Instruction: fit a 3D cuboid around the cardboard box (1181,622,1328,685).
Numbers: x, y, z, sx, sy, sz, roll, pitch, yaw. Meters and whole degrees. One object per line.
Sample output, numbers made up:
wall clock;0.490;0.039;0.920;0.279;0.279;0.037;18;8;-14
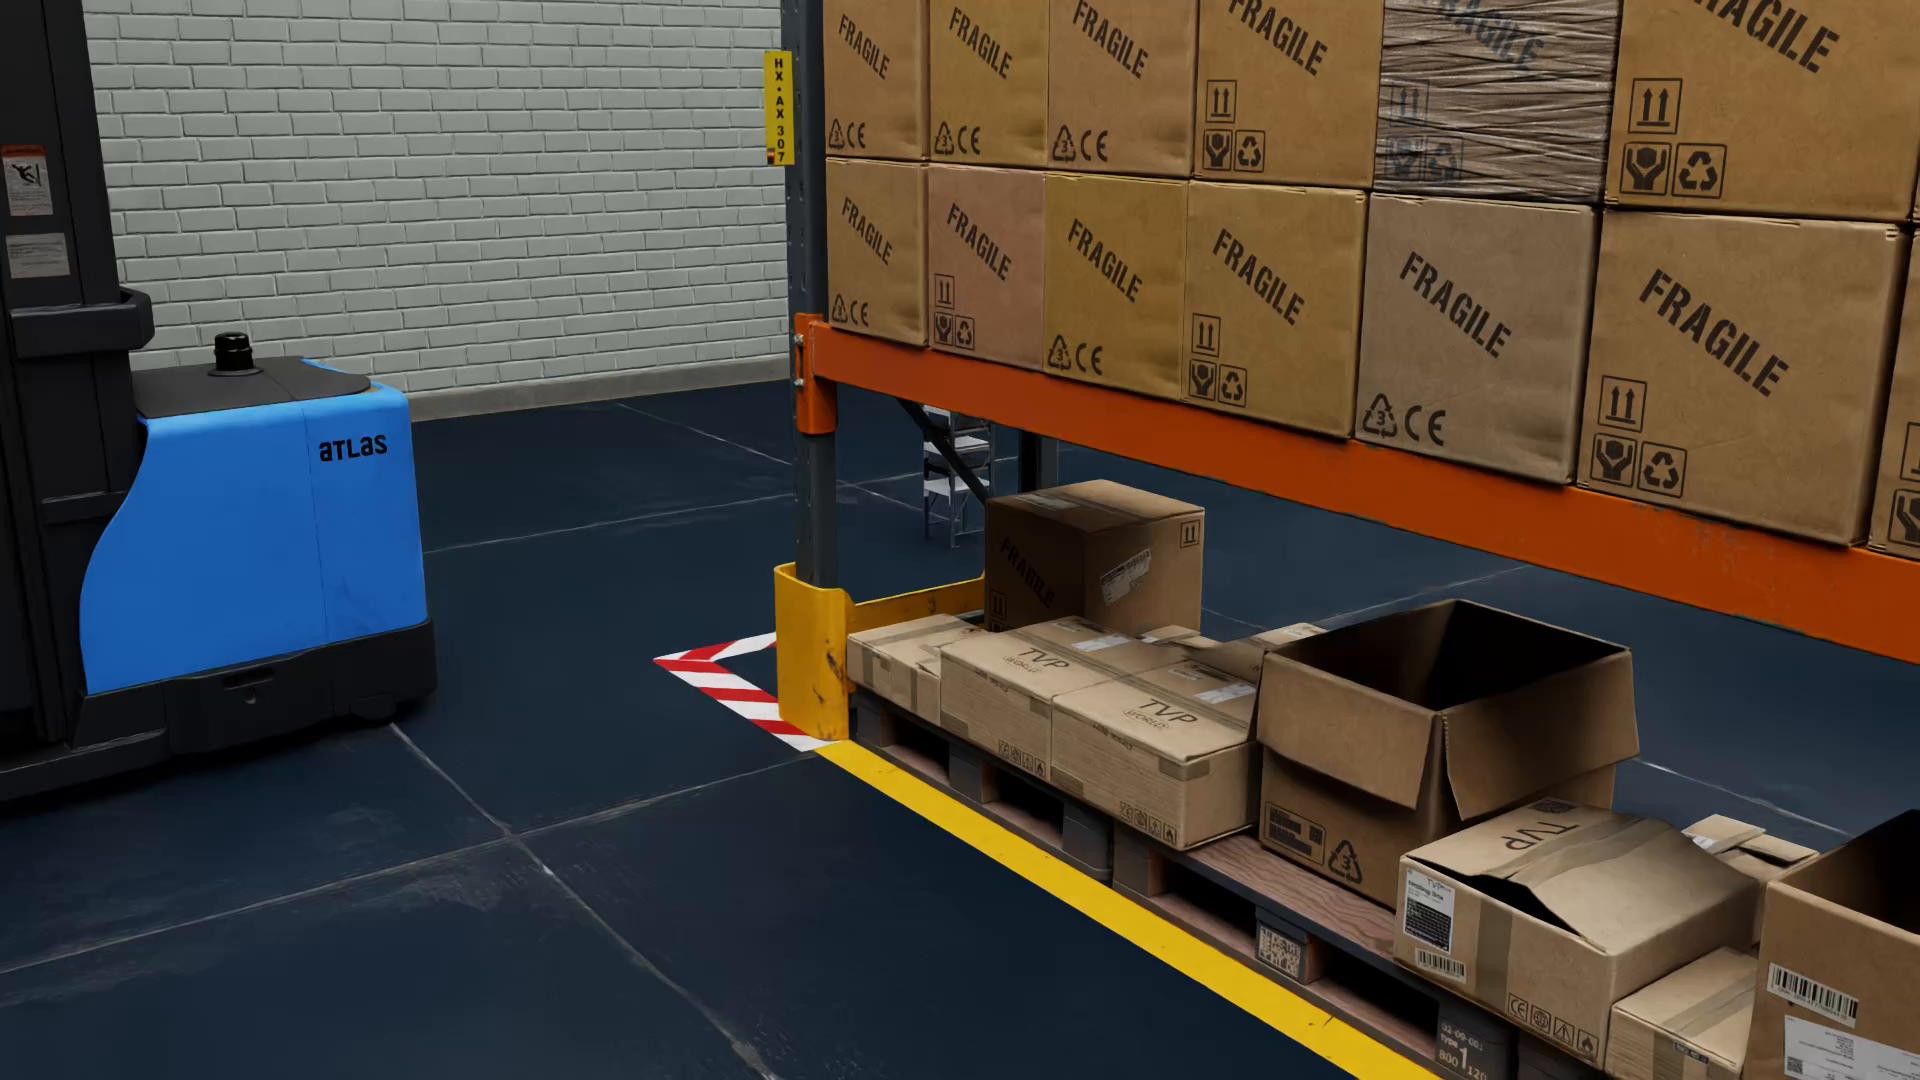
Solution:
cardboard box;0.959;0.453;4.616;0.500;0.250;0.500;-11;19;-35

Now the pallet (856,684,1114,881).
pallet;0.420;0.585;5.041;1.003;0.211;1.213;-11;19;-35

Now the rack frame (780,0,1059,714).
rack frame;-0.094;-0.947;5.353;1.000;3.000;0.127;-11;19;-35

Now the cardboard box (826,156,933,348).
cardboard box;-0.047;-0.859;4.845;0.500;0.500;0.500;-10;18;-33

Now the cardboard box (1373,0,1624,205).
cardboard box;1.151;-0.908;3.127;0.500;0.500;0.500;-11;19;-34

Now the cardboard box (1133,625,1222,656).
cardboard box;0.590;0.386;5.018;0.380;0.166;0.250;-11;19;-35

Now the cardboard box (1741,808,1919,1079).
cardboard box;1.693;0.823;2.788;0.500;0.500;0.500;-11;19;-35

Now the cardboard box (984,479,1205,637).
cardboard box;0.425;0.125;5.341;0.500;0.500;0.500;-11;19;-35

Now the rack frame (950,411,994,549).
rack frame;0.055;-0.414;7.384;0.240;0.900;0.006;-11;19;-35

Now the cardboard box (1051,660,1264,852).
cardboard box;0.584;0.541;4.293;0.500;0.250;0.500;-11;19;-35

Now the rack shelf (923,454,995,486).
rack shelf;-0.005;-0.317;7.496;0.258;0.077;0.200;-11;19;-35

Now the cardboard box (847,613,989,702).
cardboard box;-0.126;0.359;5.150;0.380;0.149;0.250;-11;19;-35

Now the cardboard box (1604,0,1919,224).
cardboard box;1.447;-0.800;2.733;0.500;0.500;0.500;-11;19;-36

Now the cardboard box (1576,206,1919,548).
cardboard box;1.452;-0.318;2.865;0.500;0.500;0.500;-10;18;-33

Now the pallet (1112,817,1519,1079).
pallet;1.133;0.845;4.090;1.003;0.211;1.213;-11;19;-35

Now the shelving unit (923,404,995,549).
shelving unit;-0.005;-0.436;7.464;0.258;0.900;0.210;-11;19;-35

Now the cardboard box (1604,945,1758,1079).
cardboard box;1.424;0.922;3.093;0.380;0.149;0.250;-11;19;-35

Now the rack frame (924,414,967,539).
rack frame;-0.065;-0.457;7.543;0.240;0.900;0.006;-11;19;-35

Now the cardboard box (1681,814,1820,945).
cardboard box;1.669;0.755;3.668;0.380;0.166;0.250;-11;19;-35

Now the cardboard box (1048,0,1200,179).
cardboard box;0.557;-1.124;3.916;0.500;0.500;0.500;-11;19;-34

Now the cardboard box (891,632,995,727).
cardboard box;0.021;0.404;4.953;0.380;0.166;0.250;-11;19;-35

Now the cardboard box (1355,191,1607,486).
cardboard box;1.148;-0.427;3.265;0.500;0.500;0.500;-10;18;-33

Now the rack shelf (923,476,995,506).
rack shelf;-0.005;-0.230;7.520;0.258;0.077;0.200;-11;19;-35

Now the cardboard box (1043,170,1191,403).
cardboard box;0.554;-0.642;4.052;0.500;0.500;0.500;-11;19;-35

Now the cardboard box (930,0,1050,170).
cardboard box;0.267;-1.231;4.309;0.500;0.500;0.500;-11;19;-34

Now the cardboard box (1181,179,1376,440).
cardboard box;0.846;-0.535;3.661;0.500;0.500;0.500;-11;19;-34

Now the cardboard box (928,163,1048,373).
cardboard box;0.261;-0.750;4.445;0.500;0.500;0.500;-11;19;-35

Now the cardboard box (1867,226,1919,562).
cardboard box;1.756;-0.208;2.464;0.500;0.500;0.500;-10;18;-34

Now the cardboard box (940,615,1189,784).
cardboard box;0.290;0.434;4.683;0.500;0.250;0.500;-11;19;-35

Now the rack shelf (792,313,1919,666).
rack shelf;1.082;-0.173;3.888;1.077;0.370;4.000;-11;19;-35

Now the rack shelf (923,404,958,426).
rack shelf;-0.005;-0.577;7.425;0.258;0.077;0.200;-11;19;-35

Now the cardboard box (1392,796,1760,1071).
cardboard box;1.252;0.754;3.398;0.500;0.311;0.500;-11;19;-35

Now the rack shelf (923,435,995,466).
rack shelf;-0.005;-0.404;7.472;0.258;0.077;0.200;-11;19;-35

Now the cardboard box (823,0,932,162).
cardboard box;-0.047;-1.342;4.713;0.500;0.500;0.500;-10;18;-33

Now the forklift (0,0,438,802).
forklift;-3.178;-0.693;4.555;3.031;2.935;1.130;-13;20;-39

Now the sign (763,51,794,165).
sign;-0.533;-1.280;4.931;0.100;0.325;0.005;-11;19;-35

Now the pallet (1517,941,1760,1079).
pallet;1.855;1.106;3.137;1.003;0.211;1.213;-11;19;-35

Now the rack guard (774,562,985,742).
rack guard;-0.050;0.275;5.624;1.175;0.500;0.348;-11;19;-35

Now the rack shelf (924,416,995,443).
rack shelf;-0.005;-0.490;7.449;0.258;0.077;0.200;-11;19;-35

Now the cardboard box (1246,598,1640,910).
cardboard box;1.149;0.499;3.967;0.797;0.503;0.637;-11;19;-35

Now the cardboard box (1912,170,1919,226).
cardboard box;1.751;-0.691;2.335;0.500;0.500;0.500;-11;19;-34

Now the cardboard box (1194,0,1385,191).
cardboard box;0.856;-1.015;3.520;0.500;0.500;0.500;-11;19;-35
